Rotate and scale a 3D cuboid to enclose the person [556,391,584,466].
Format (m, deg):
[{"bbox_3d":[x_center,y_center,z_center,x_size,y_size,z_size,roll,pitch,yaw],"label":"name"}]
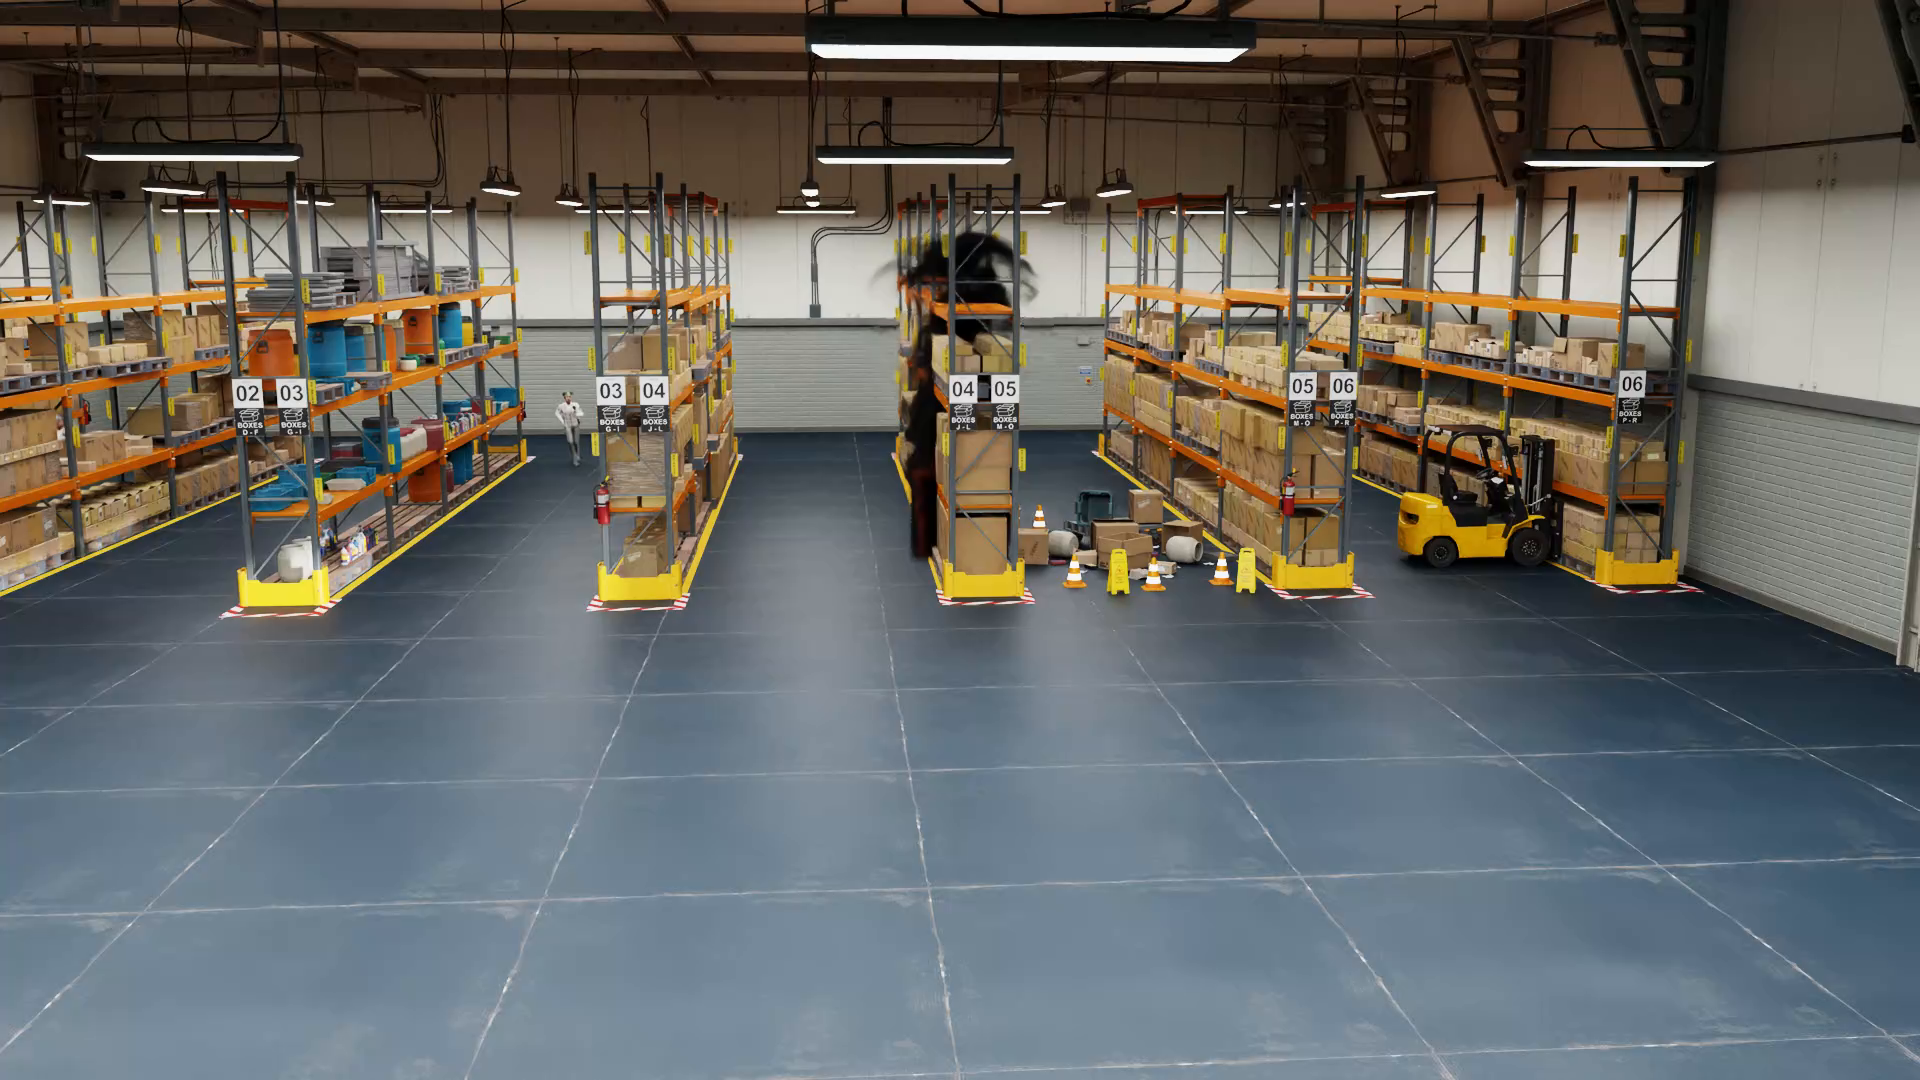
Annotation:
[{"bbox_3d":[-9.032,-2.594,38.577,0.613,1.754,0.731,-4,11,-21],"label":"person"}]

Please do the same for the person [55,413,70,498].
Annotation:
[{"bbox_3d":[-17.832,-1.637,32.934,0.651,1.735,0.602,-4,11,-20],"label":"person"}]
